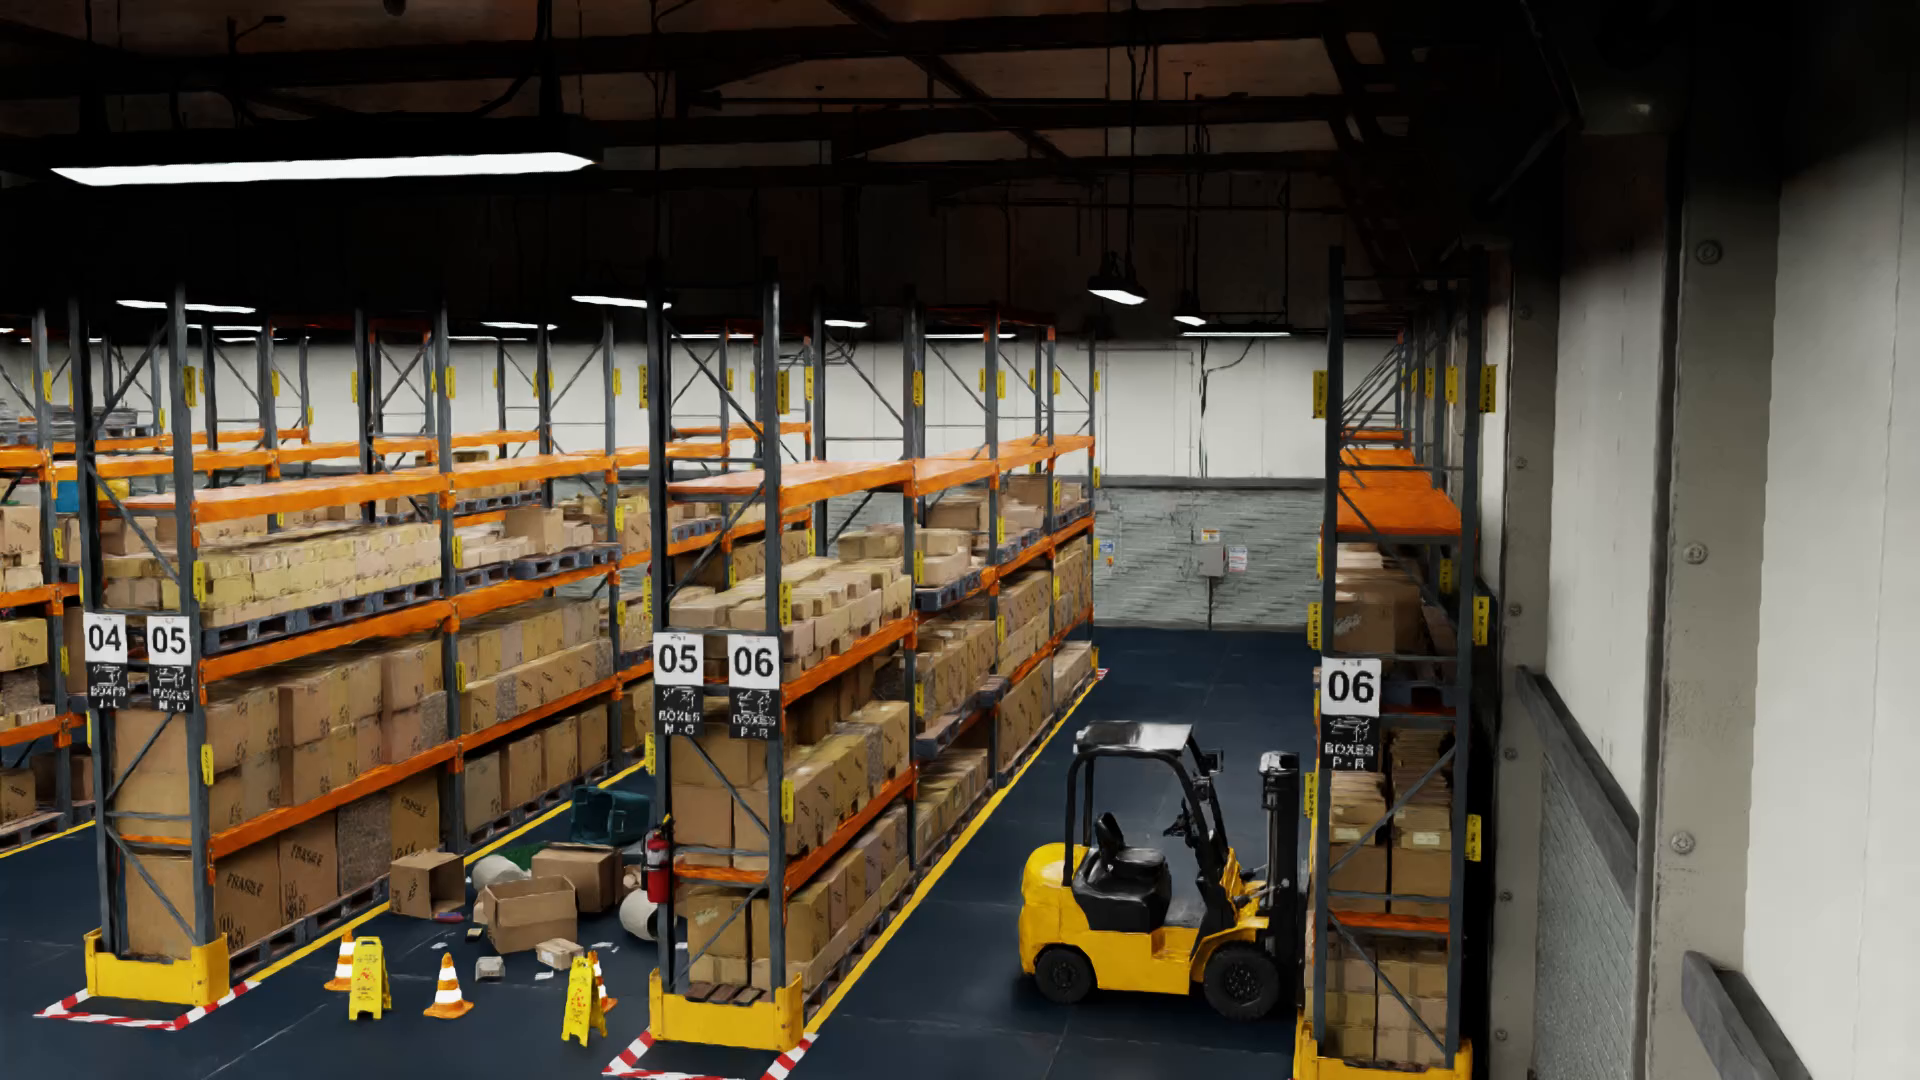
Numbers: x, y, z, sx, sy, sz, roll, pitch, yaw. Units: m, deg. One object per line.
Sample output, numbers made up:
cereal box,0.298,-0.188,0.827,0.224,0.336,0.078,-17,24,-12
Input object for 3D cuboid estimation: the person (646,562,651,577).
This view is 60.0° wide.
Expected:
person,-5.936,0.984,33.171,0.682,1.676,0.529,1,6,11
